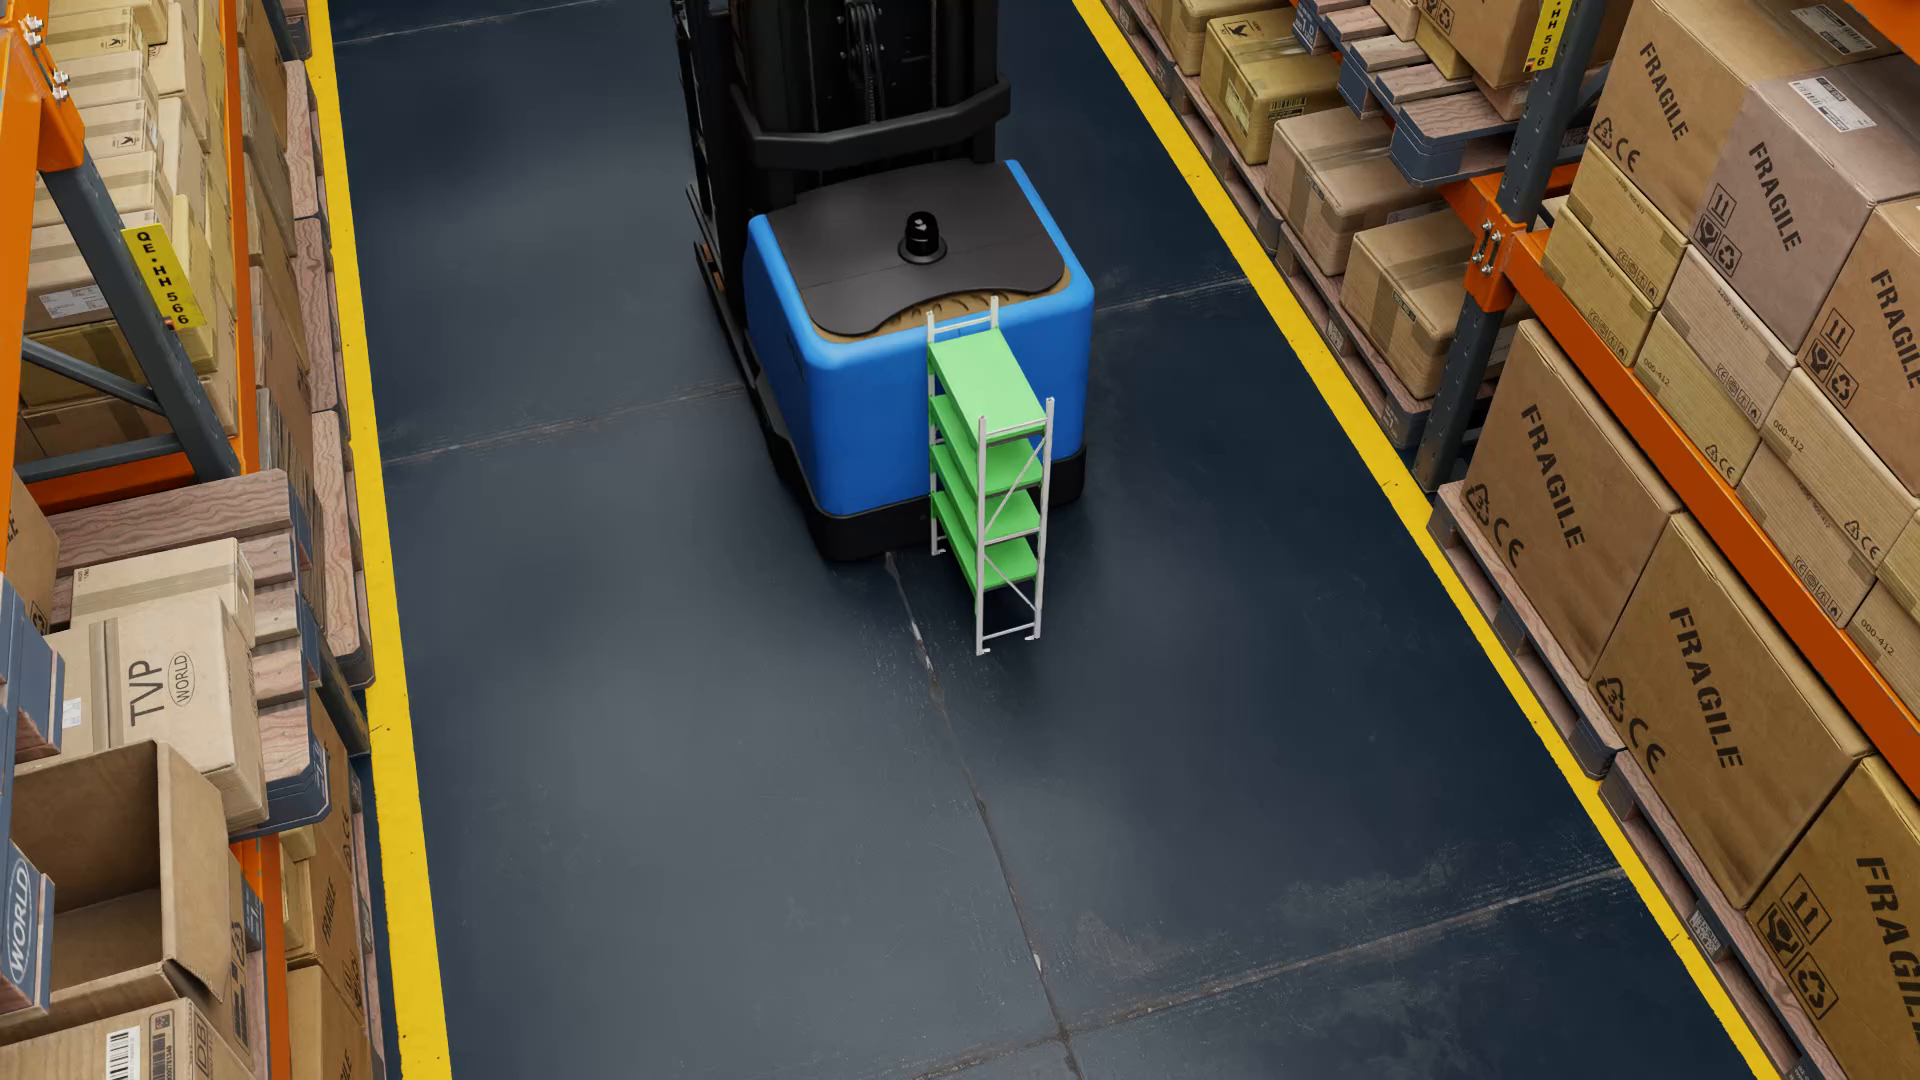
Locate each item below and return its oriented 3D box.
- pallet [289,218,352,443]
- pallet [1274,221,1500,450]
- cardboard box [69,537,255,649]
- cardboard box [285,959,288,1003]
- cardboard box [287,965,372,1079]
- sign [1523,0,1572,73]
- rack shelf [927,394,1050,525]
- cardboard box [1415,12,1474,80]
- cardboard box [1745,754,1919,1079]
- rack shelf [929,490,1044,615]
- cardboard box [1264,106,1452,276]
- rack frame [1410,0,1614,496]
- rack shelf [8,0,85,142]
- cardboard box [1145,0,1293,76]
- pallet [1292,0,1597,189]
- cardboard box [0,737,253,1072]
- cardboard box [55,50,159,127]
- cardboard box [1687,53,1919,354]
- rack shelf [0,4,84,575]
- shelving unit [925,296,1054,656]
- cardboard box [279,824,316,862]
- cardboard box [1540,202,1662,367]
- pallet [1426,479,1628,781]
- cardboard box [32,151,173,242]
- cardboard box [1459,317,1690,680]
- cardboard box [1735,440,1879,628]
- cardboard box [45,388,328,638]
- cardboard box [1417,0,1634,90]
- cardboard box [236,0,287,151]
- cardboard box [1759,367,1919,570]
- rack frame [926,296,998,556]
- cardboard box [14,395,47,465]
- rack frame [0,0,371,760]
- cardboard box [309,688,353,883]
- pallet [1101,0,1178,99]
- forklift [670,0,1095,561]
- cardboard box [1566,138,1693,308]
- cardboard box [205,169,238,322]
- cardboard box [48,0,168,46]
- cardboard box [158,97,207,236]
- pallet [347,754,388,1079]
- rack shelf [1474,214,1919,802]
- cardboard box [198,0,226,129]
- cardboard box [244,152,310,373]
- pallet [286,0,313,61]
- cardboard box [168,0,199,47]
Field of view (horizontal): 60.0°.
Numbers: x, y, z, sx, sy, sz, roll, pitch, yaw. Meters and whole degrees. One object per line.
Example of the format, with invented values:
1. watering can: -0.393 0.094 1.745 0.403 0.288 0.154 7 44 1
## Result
1. pallet: -3.055 -0.772 6.763 1.003 0.211 1.213 -13 51 -11
2. pallet: 2.019 -0.969 6.928 1.003 0.211 1.213 -13 51 -11
3. cardboard box: -1.931 0.167 4.037 0.380 0.149 0.250 -12 51 -10
4. cardboard box: -1.923 1.191 4.220 0.380 0.149 0.250 -12 51 -10
5. cardboard box: -1.866 1.509 4.376 0.500 0.500 0.500 -11 51 -9
6. sign: 1.733 -1.514 4.859 0.100 0.325 0.005 -13 51 -11
7. rack shelf: 0.089 -0.300 5.488 0.258 0.148 0.480 -15 52 -12
8. cardboard box: 1.778 -1.716 5.625 0.380 0.149 0.250 -13 51 -10
9. cardboard box: 2.897 1.082 4.491 0.875 0.875 0.875 -12 51 -10
10. rack shelf: 0.089 0.009 5.855 0.258 0.148 0.480 -15 52 -12
11. cardboard box: 1.865 -1.537 7.028 0.950 0.372 0.625 -14 51 -12
12. rack frame: 2.249 -1.296 5.381 1.000 3.000 0.127 -13 51 -11
13. rack shelf: -3.083 -2.367 4.792 1.077 0.370 4.000 -13 51 -11
14. cardboard box: 1.439 -2.599 7.923 0.950 0.372 0.625 -10 51 -9
15. pallet: 1.936 -1.731 5.873 1.213 0.211 1.003 -13 51 -11
16. cardboard box: -1.833 0.811 3.263 0.797 0.503 0.637 -14 51 -12
17. cardboard box: -2.575 -1.277 4.875 0.380 0.149 0.250 -13 51 -11
18. cardboard box: 2.317 -0.875 4.306 0.500 0.500 0.500 -13 51 -11
19. rack shelf: -1.901 0.555 2.329 1.077 0.370 4.000 -13 51 -11
20. shelving unit: 0.089 -0.187 5.623 0.258 1.200 0.503 -15 52 -12
21. cardboard box: -1.994 0.786 4.562 0.380 0.149 0.250 -16 52 -13
22. cardboard box: 2.153 -0.834 5.089 0.500 0.250 0.500 -14 51 -12
23. pallet: 2.410 0.195 5.947 1.003 0.211 1.213 -13 51 -11
24. cardboard box: -2.385 -0.907 4.563 0.380 0.149 0.250 -12 51 -10
25. cardboard box: 2.373 -0.223 5.592 0.875 0.875 0.875 -14 51 -11
26. cardboard box: 2.471 -0.078 4.452 0.500 0.250 0.500 -12 51 -10
27. cardboard box: -2.663 0.000 5.566 0.875 0.625 0.625 -12 51 -10
28. cardboard box: 1.849 -1.829 5.295 0.500 0.500 0.500 -15 51 -12
29. cardboard box: -3.510 -2.084 7.324 0.875 0.625 0.625 -11 51 -9
30. cardboard box: 2.450 -0.239 4.260 0.500 0.250 0.500 -13 51 -11
31. rack frame: 0.007 -0.363 5.771 0.240 1.200 0.015 -15 52 -12
32. cardboard box: -2.869 -0.393 4.718 0.500 0.250 0.500 -14 51 -12
33. rack frame: -2.492 -0.171 4.432 1.000 3.000 0.127 -13 51 -11
34. cardboard box: -2.162 0.759 5.008 0.500 0.500 0.500 -12 51 -10
35. pallet: 1.297 -2.751 8.431 1.003 0.211 1.213 -13 51 -11
36. forklift: -0.500 -2.024 6.039 1.130 2.935 3.031 -15 52 -12
37. cardboard box: 2.162 -0.983 4.888 0.500 0.250 0.500 -14 51 -11
38. cardboard box: -2.534 -0.871 5.120 0.500 0.250 0.500 -14 51 -12
39. cardboard box: -2.697 -1.652 5.191 0.380 0.149 0.250 -12 51 -10
40. cardboard box: -2.537 -1.029 4.927 0.500 0.250 0.500 -12 51 -10
41. pallet: -2.307 1.281 5.032 1.003 0.211 1.213 -13 51 -11
42. rack shelf: 2.840 0.396 4.424 1.077 0.370 4.000 -13 51 -11
43. cardboard box: -2.845 -1.625 5.756 0.500 0.250 0.500 -12 51 -10
44. cardboard box: -3.063 -0.967 6.382 0.875 0.625 0.625 -15 52 -12
45. pallet: -3.870 -2.784 8.459 1.003 0.211 1.213 -13 51 -11
46. cardboard box: -2.850 -1.783 5.562 0.500 0.250 0.500 -13 51 -10
